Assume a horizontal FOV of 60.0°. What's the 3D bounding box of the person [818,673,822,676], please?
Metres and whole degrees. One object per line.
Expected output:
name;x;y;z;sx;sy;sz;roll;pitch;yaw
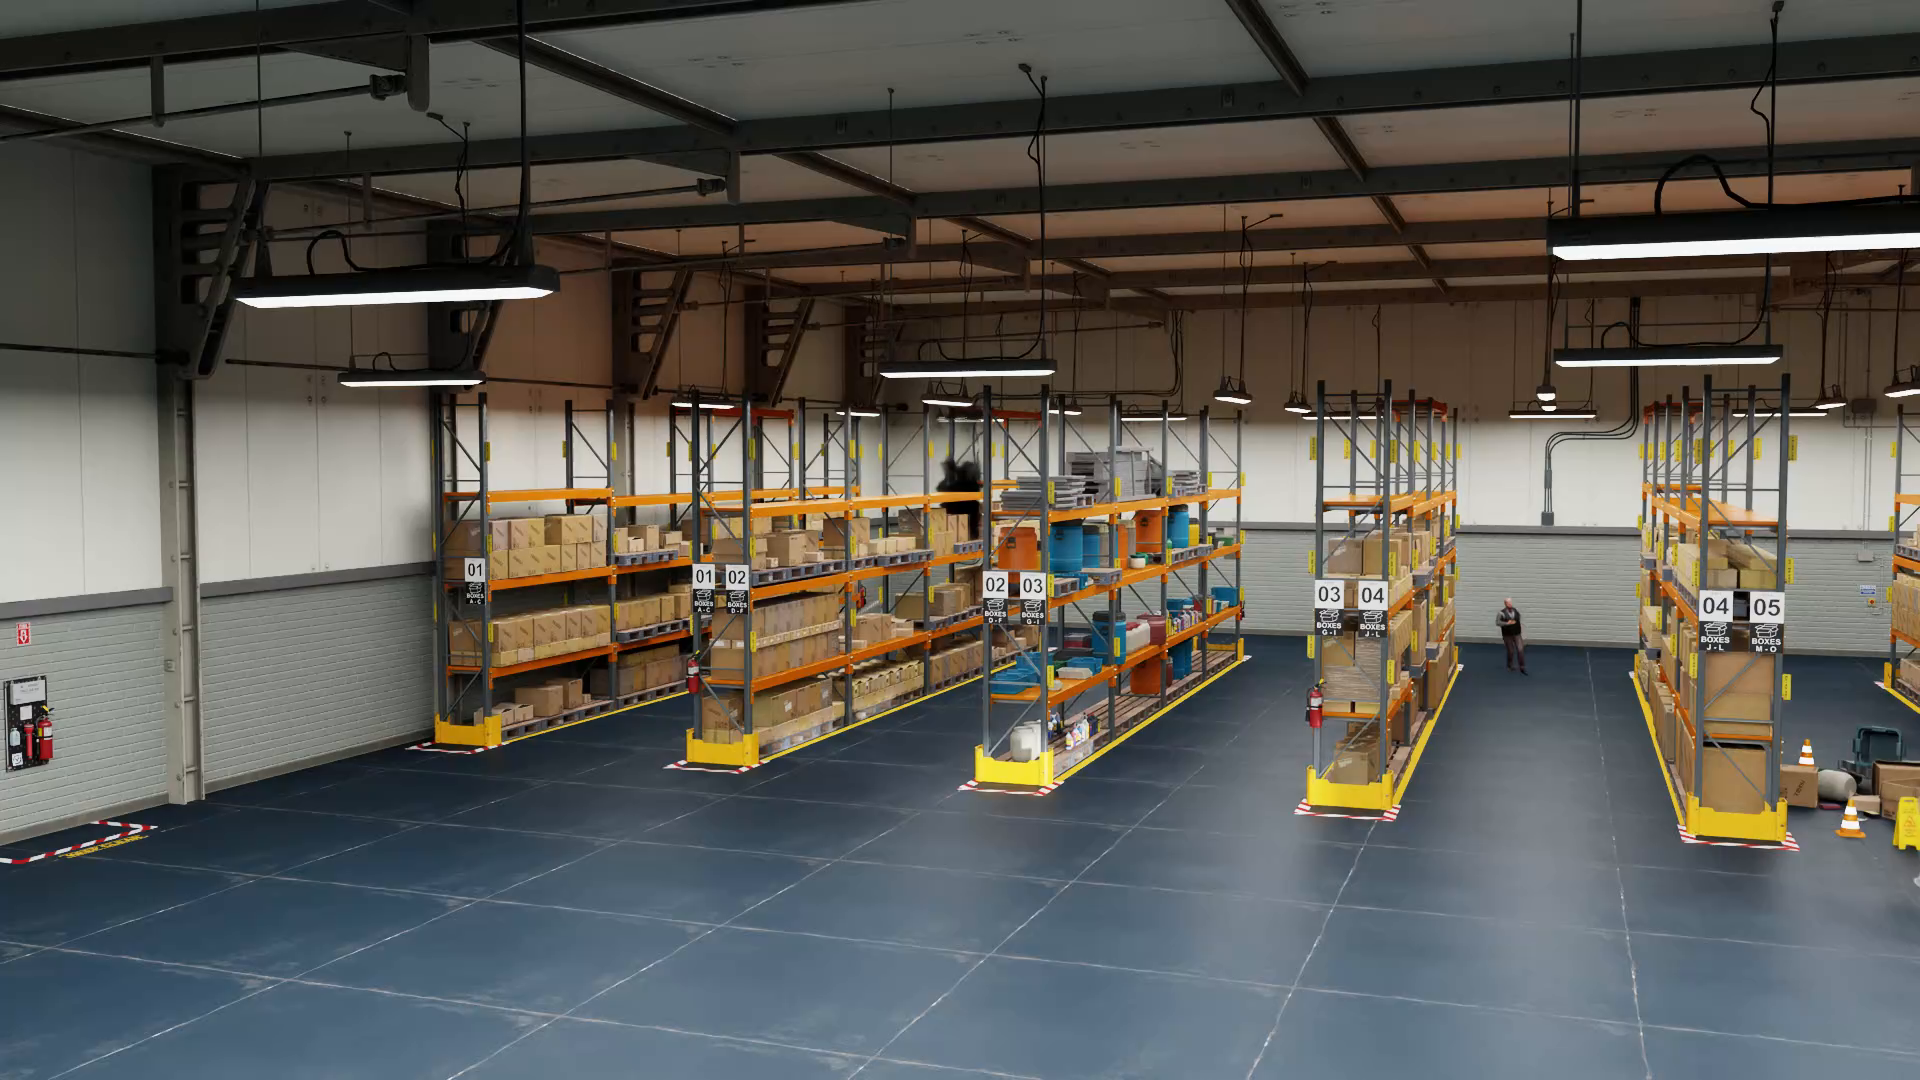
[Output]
person;-3.094;2.371;34.254;0.661;1.625;0.512;1;3;18

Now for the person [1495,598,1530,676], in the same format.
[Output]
person;12.372;2.159;37.433;0.684;1.712;0.892;0;3;0
